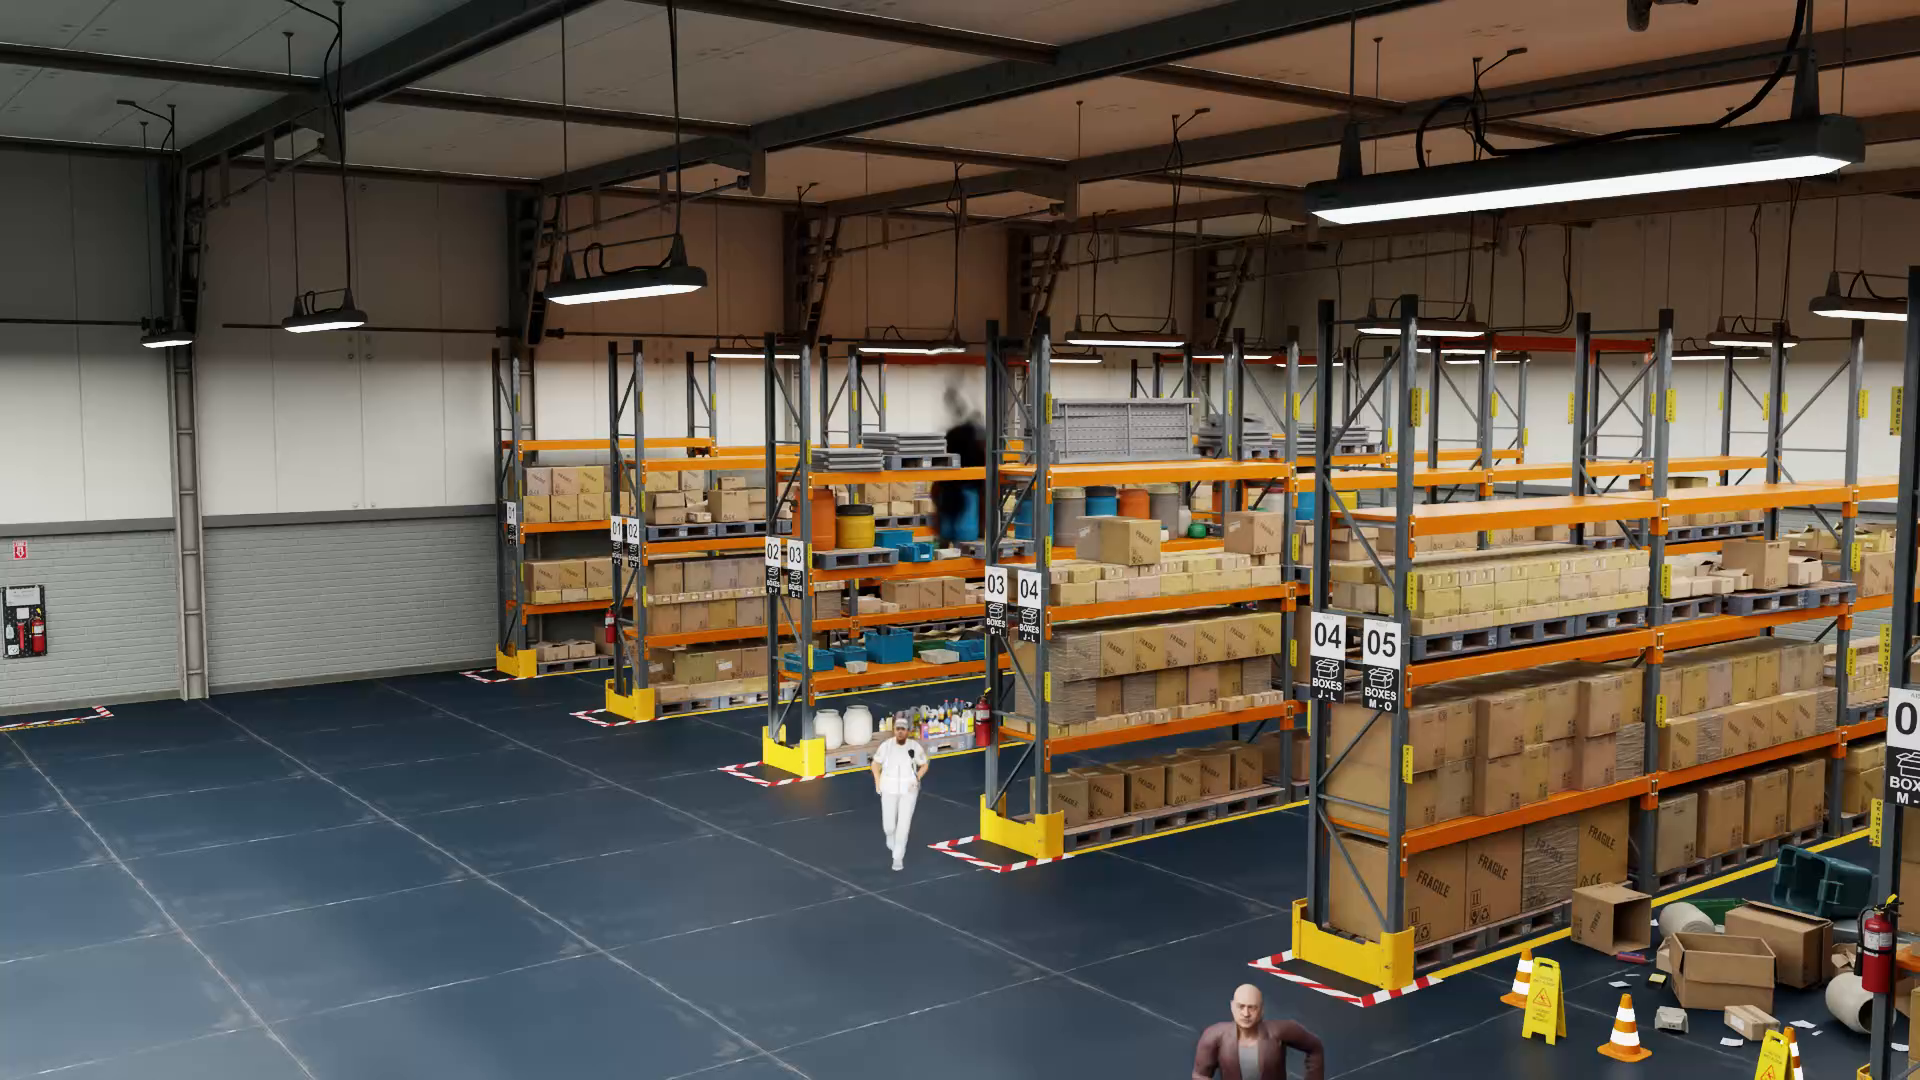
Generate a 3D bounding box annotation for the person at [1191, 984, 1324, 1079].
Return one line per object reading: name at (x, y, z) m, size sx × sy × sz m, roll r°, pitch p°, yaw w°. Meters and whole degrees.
person at (1.730, 3.447, 9.724) m, size 0.761 × 1.729 × 0.723 m, roll 1°, pitch 5°, yaw 16°

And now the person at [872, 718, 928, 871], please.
person at (-0.661, 2.759, 18.312) m, size 0.626 × 1.637 × 0.633 m, roll 0°, pitch 5°, yaw 0°
